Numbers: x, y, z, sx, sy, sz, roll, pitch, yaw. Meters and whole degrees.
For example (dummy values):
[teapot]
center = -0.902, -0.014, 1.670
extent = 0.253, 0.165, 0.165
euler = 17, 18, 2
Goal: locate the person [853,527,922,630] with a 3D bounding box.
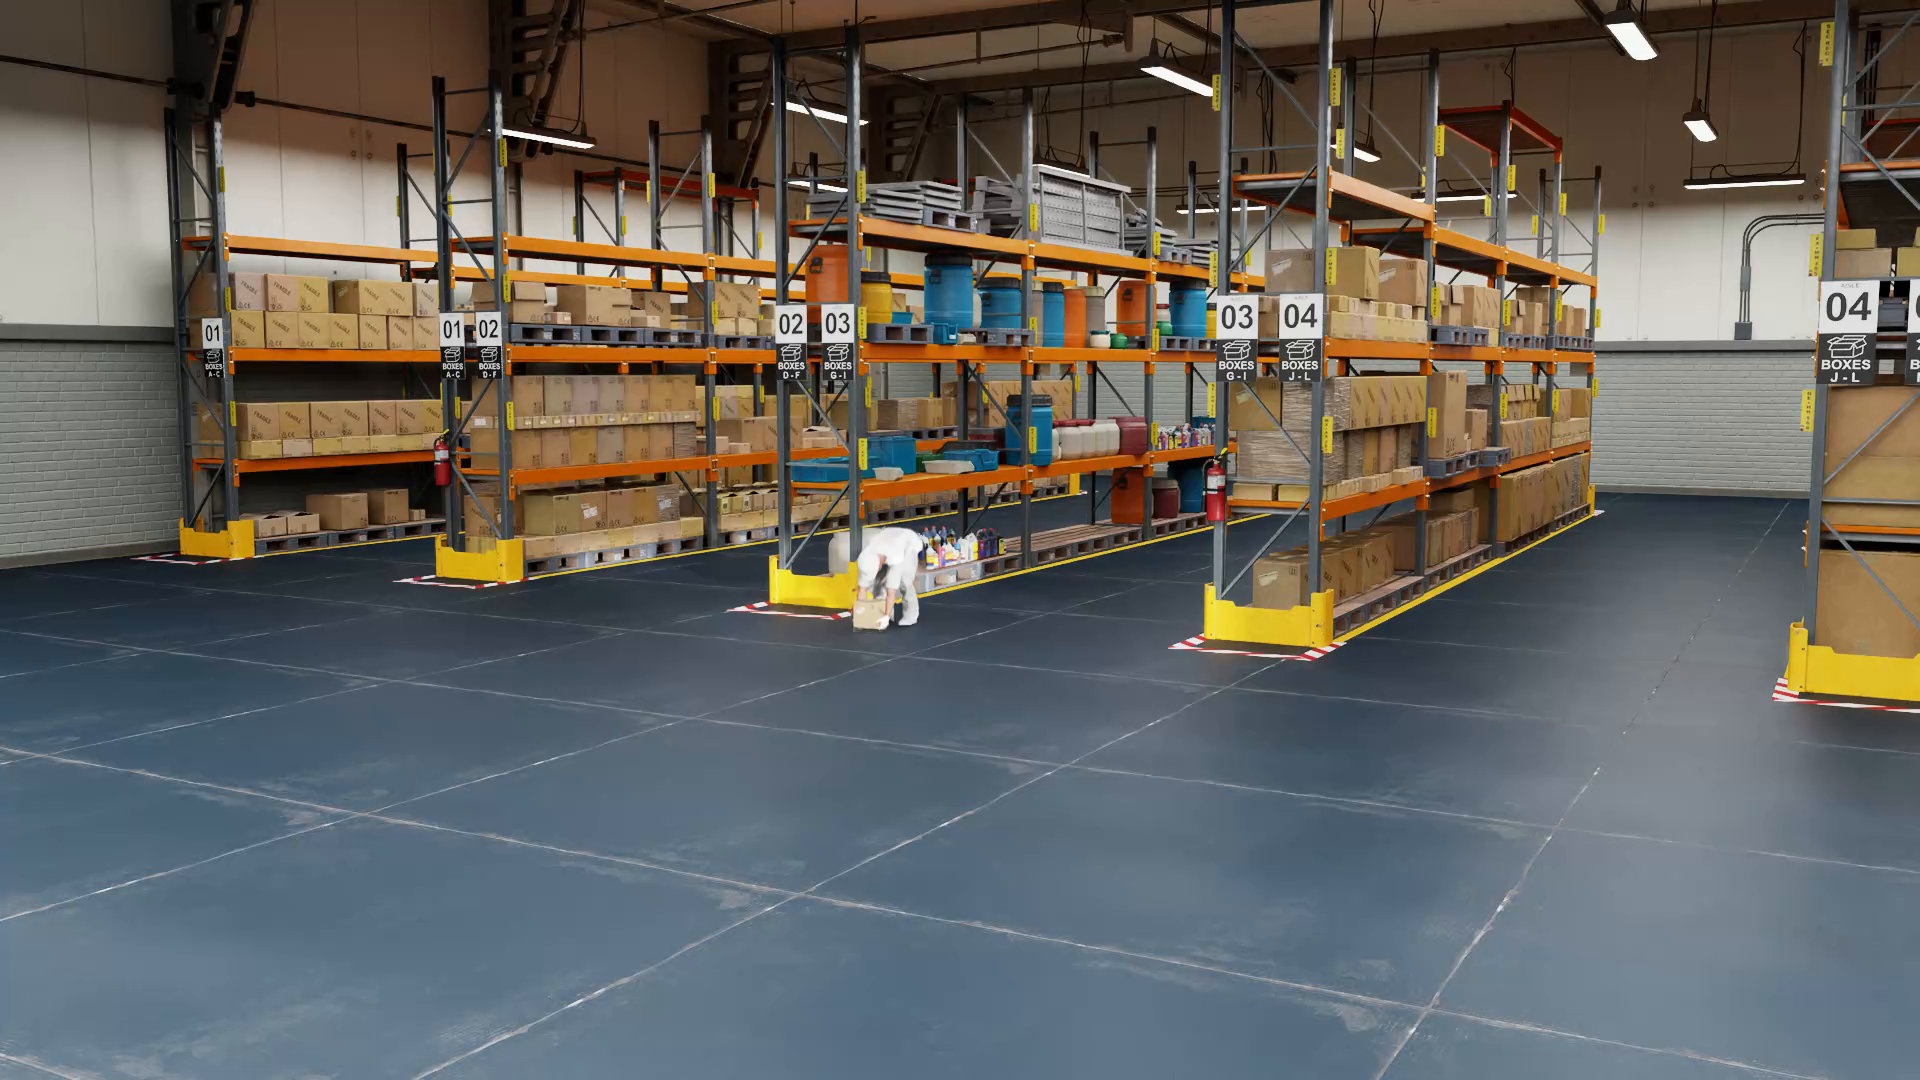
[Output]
[person]
center = -0.716, 0.374, 16.355
extent = 0.529, 0.960, 0.979
euler = 3, 7, 26
